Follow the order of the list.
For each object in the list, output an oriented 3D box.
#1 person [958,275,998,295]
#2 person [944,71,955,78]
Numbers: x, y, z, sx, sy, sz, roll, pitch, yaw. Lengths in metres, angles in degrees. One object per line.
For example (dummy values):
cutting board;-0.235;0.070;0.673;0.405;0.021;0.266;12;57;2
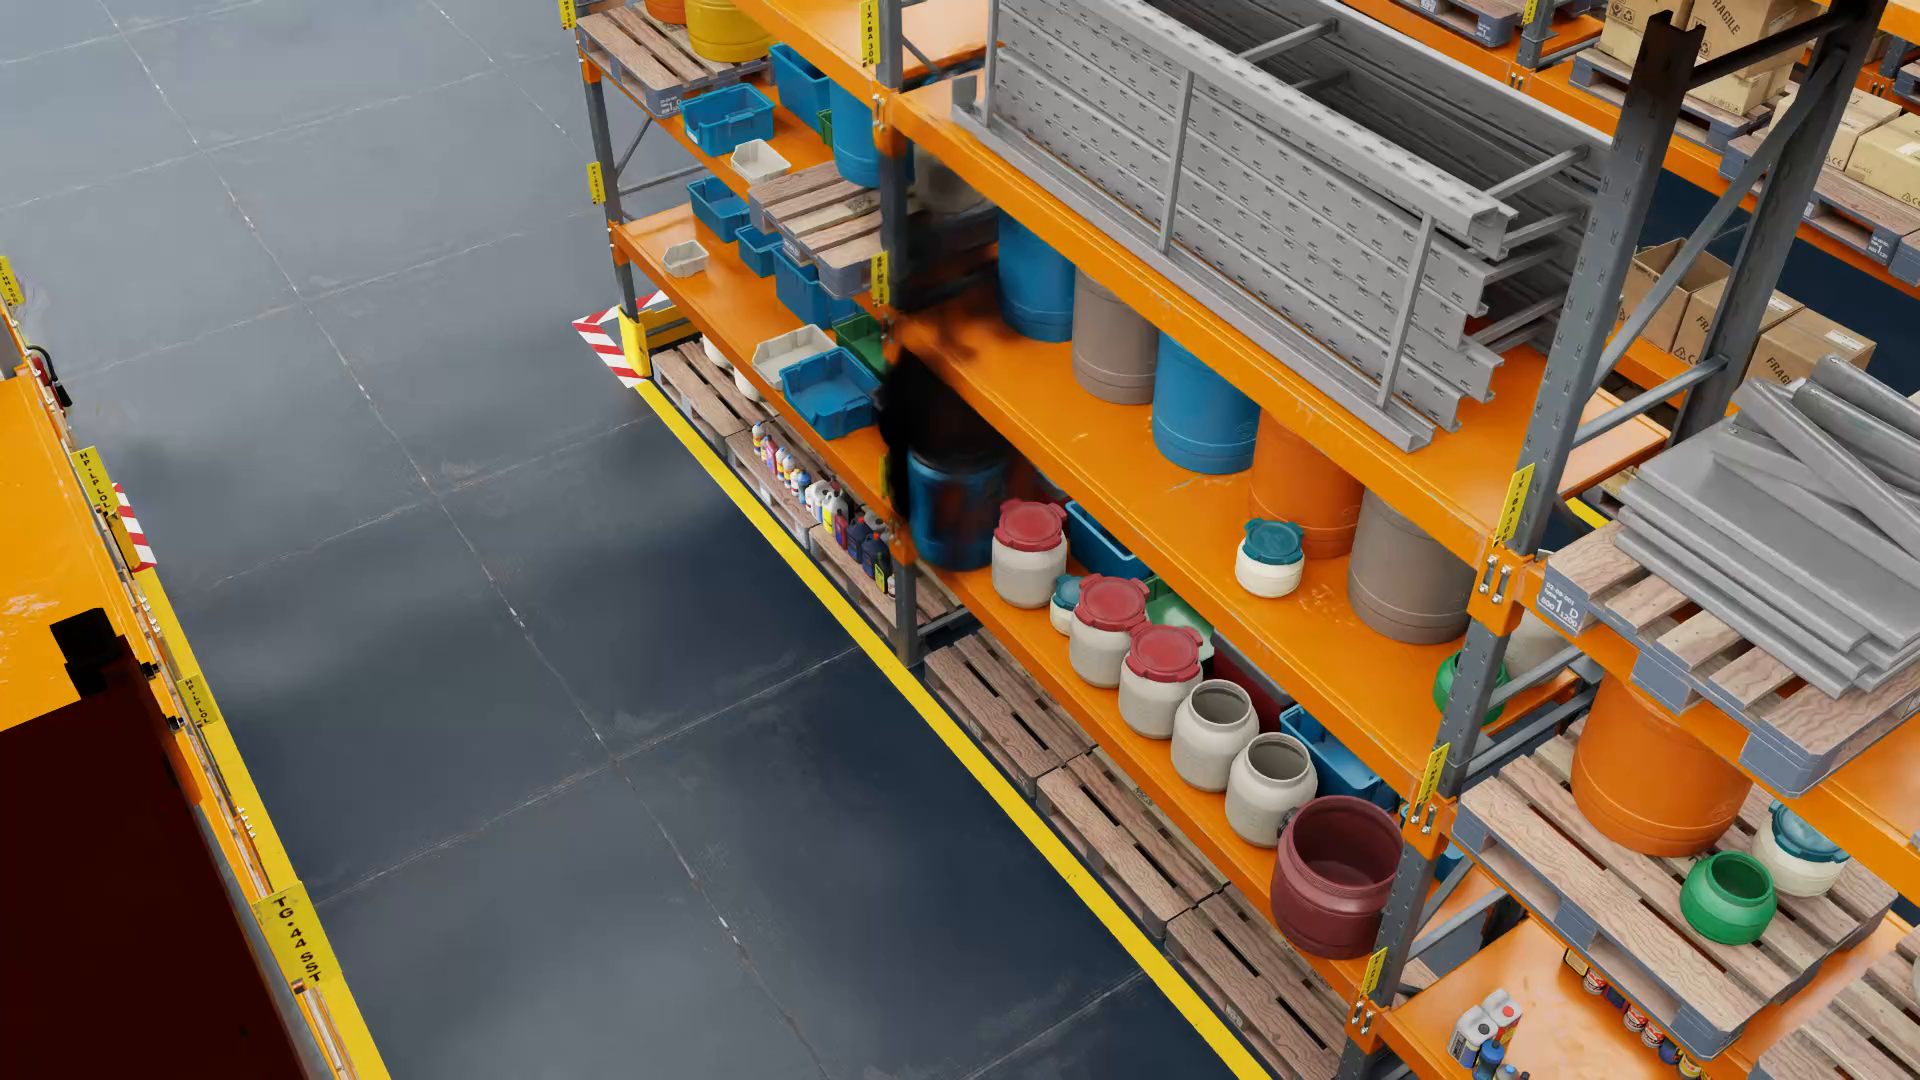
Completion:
person;0.189;-1.907;12.631;0.546;1.624;0.566;32;51;30
person;-0.397;-4.765;15.860;0.915;1.528;0.578;-5;43;-6
